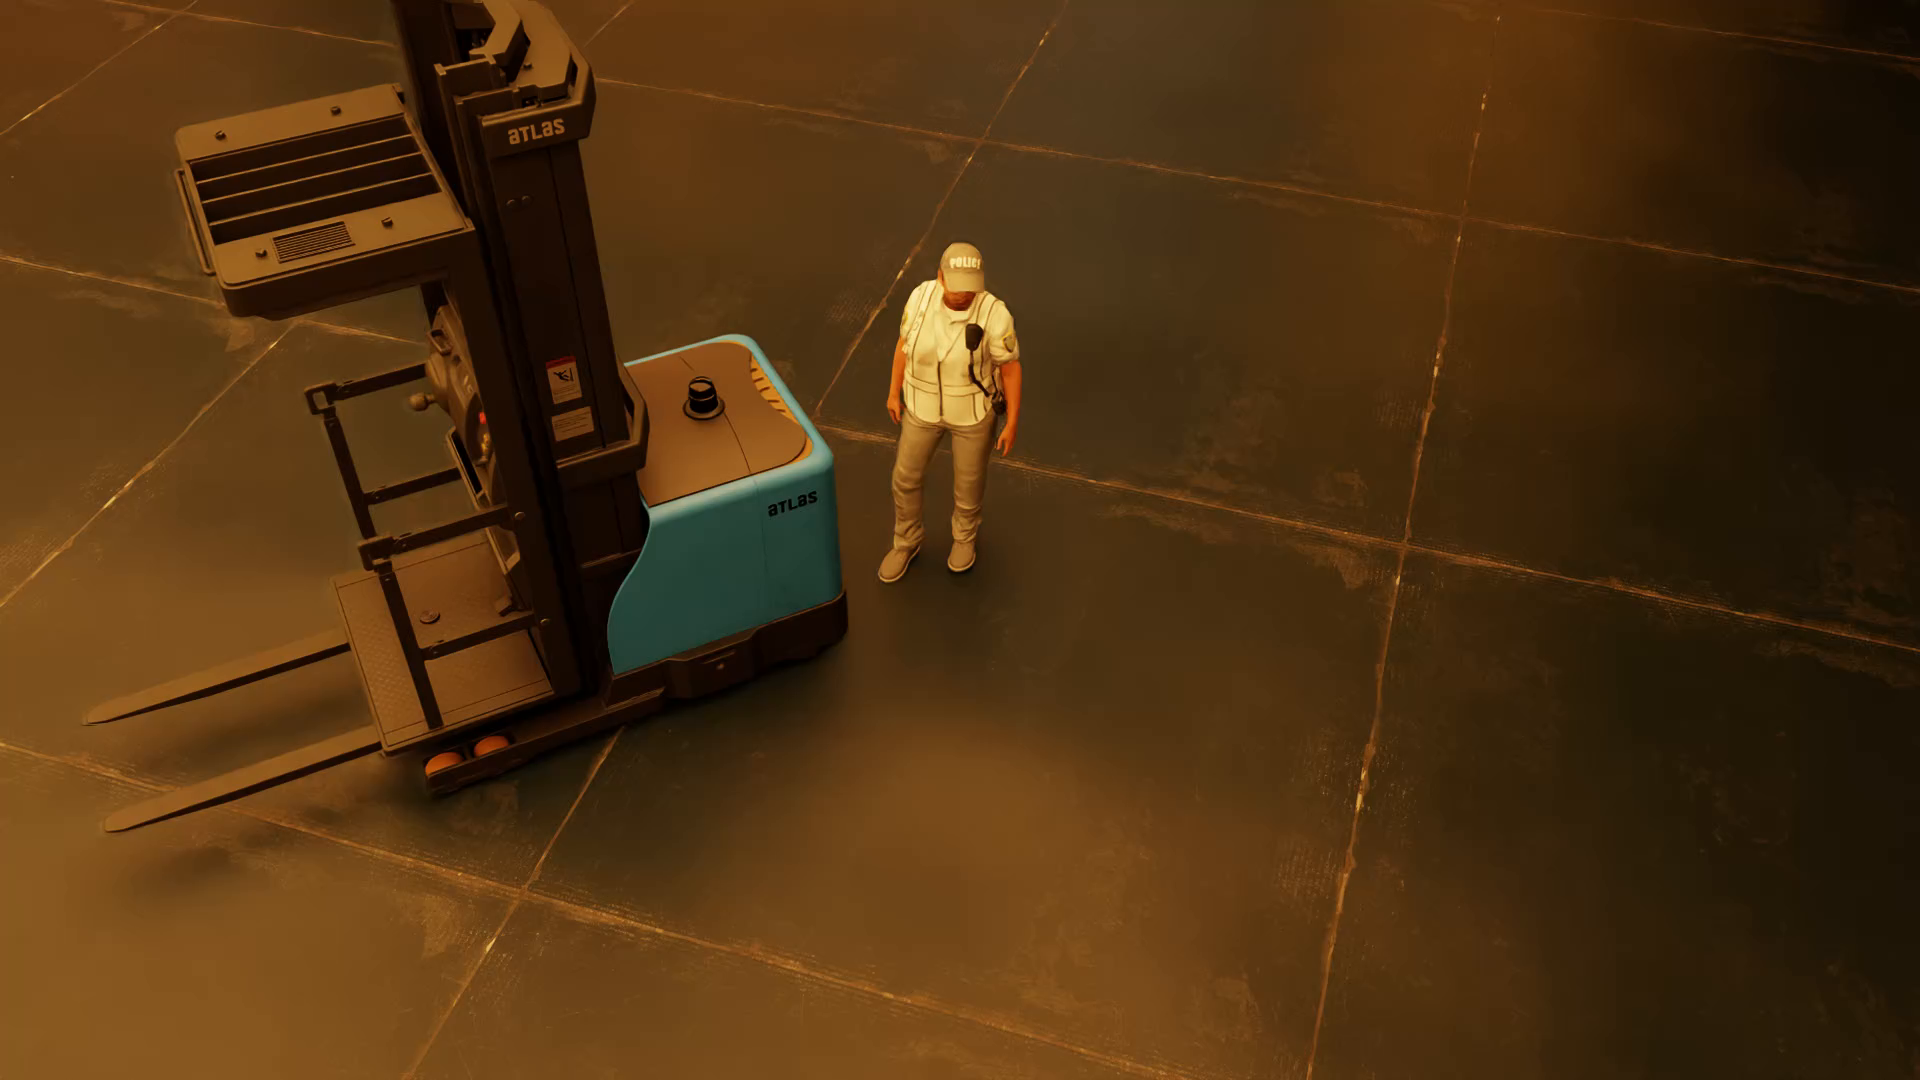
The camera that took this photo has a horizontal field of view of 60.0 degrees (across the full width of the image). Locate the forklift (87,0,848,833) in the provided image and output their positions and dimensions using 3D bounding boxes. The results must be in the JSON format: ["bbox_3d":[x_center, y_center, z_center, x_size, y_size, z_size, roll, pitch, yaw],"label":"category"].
[{"bbox_3d":[-2.045,-0.465,6.189,3.031,2.935,1.130,-19,46,-19],"label":"forklift"}]

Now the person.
[{"bbox_3d":[-0.039,-0.529,7.192,0.601,1.663,0.513,10,44,11],"label":"person"}]
